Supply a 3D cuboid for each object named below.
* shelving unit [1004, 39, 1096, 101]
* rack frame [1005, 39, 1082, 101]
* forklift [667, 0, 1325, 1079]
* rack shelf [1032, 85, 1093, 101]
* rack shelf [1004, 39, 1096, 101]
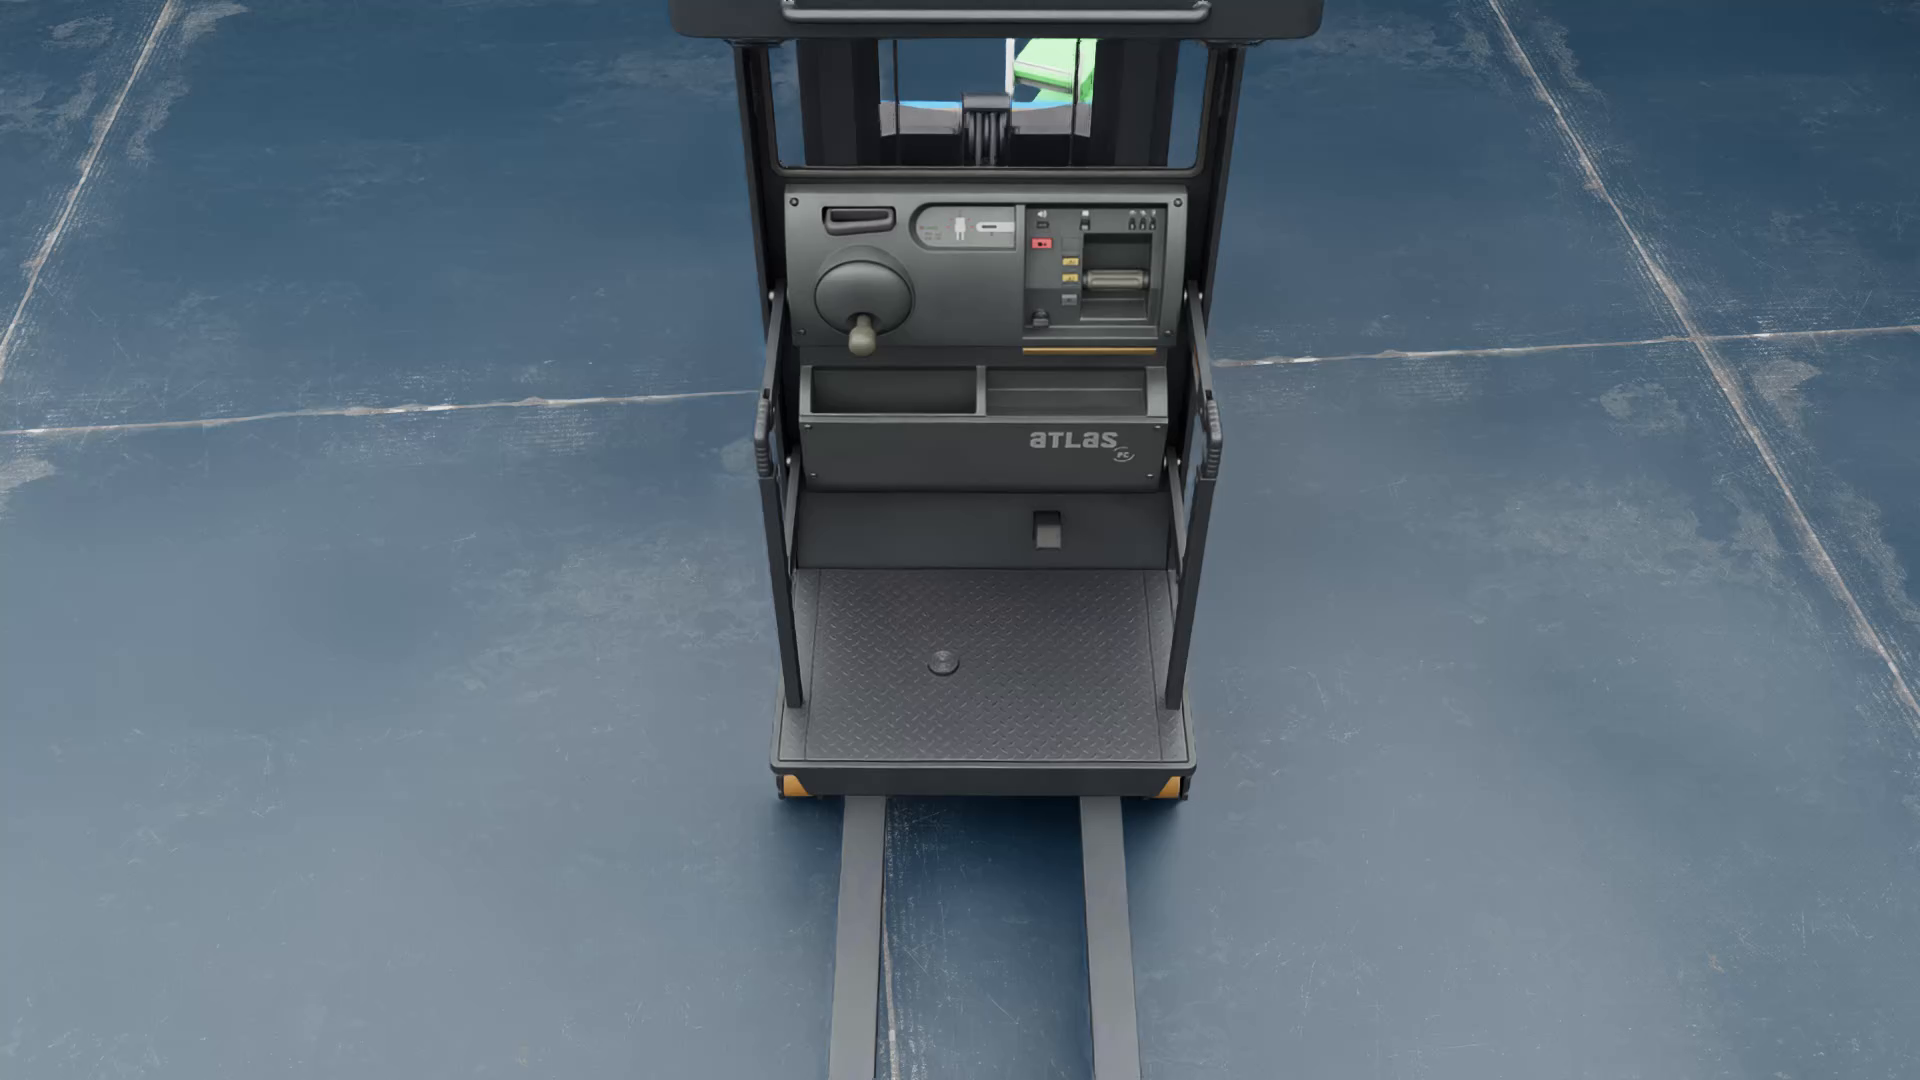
[{"bbox_3d":[0.352,-1.250,5.608,0.258,1.200,0.503,18,49,16],"label":"shelving unit"},{"bbox_3d":[0.254,-1.088,5.454,0.240,1.200,0.015,18,49,16],"label":"rack frame"},{"bbox_3d":[0.061,-0.532,3.735,1.130,2.935,3.031,0,47,0],"label":"forklift"},{"bbox_3d":[0.352,-1.372,5.480,0.258,0.148,0.480,18,49,16],"label":"rack shelf"},{"bbox_3d":[0.352,-1.537,5.306,0.258,0.148,0.480,18,49,16],"label":"rack shelf"}]
